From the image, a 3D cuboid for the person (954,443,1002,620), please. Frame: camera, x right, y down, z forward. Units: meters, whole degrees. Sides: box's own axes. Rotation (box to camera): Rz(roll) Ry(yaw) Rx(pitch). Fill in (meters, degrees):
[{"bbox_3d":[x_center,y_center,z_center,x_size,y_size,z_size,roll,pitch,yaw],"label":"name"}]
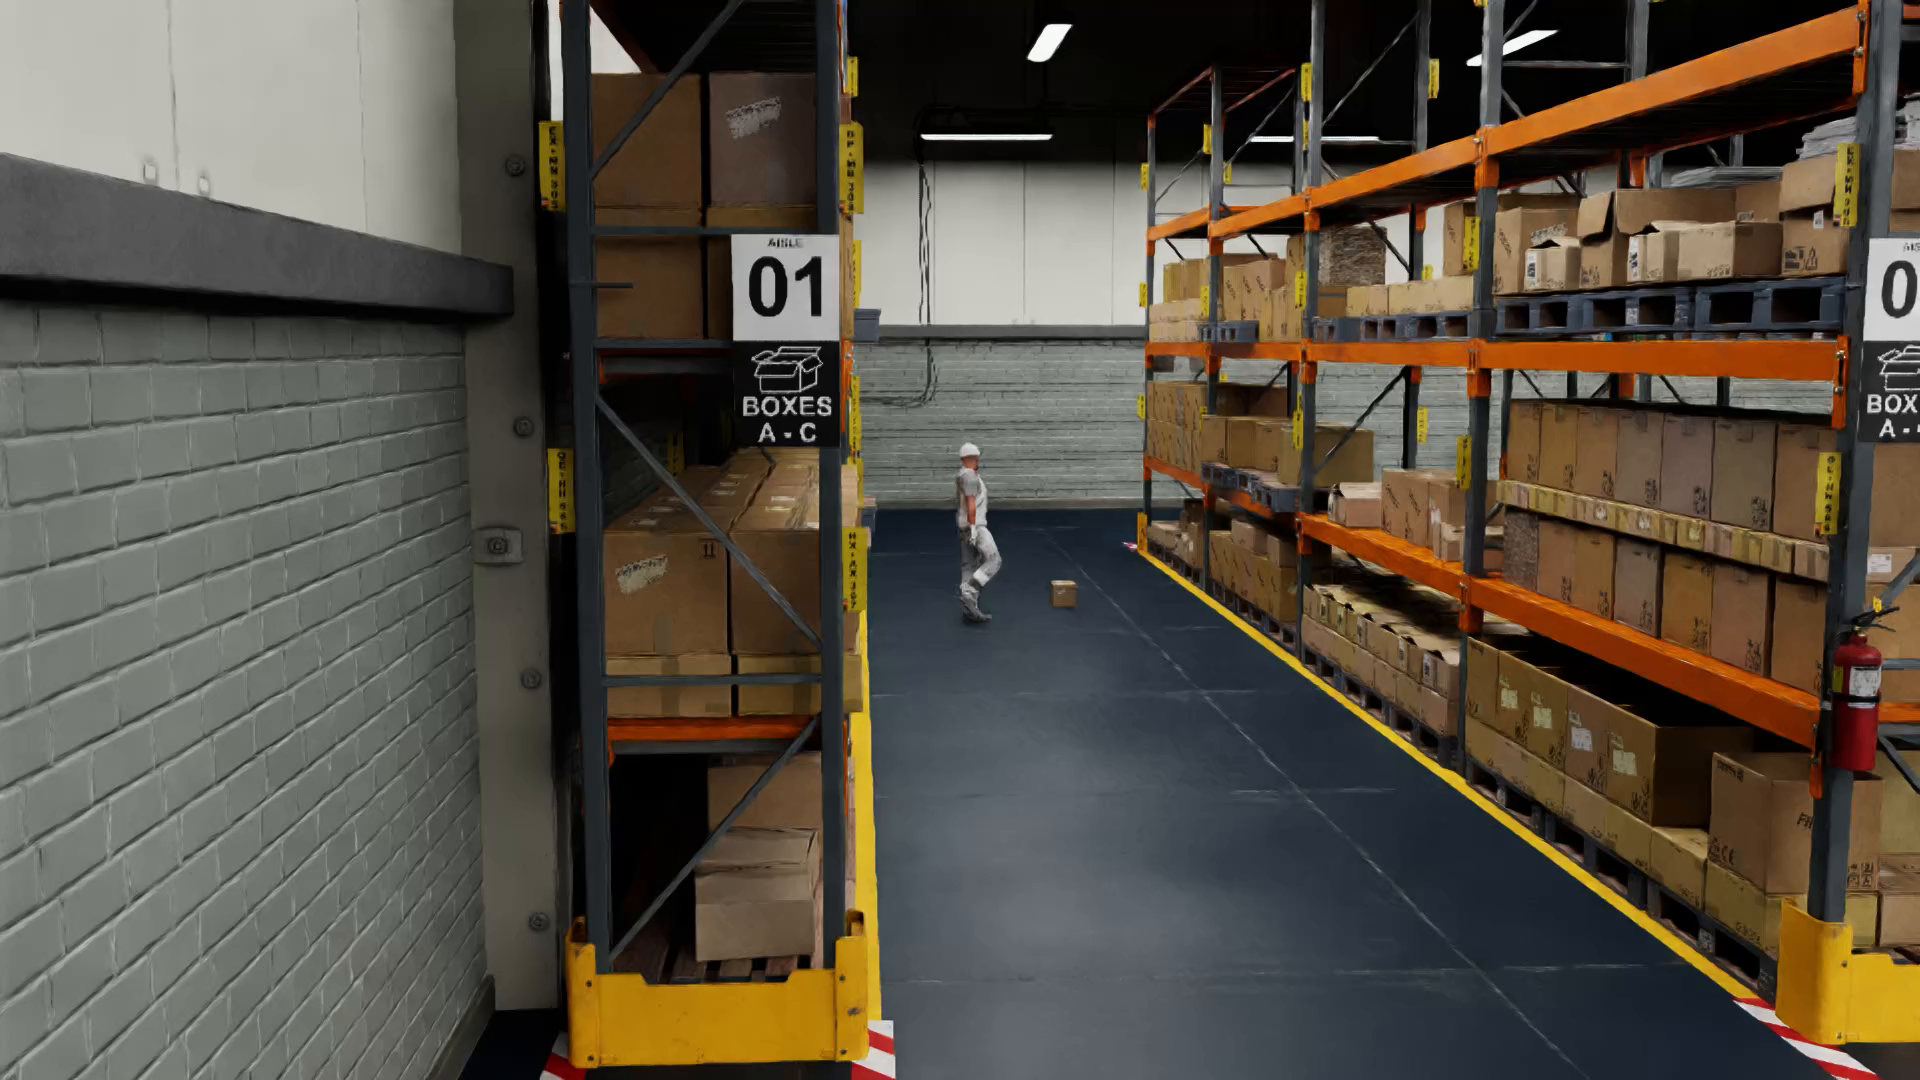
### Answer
[{"bbox_3d":[0.177,-0.082,16.776,0.452,1.767,0.728,-1,7,-8],"label":"person"}]
